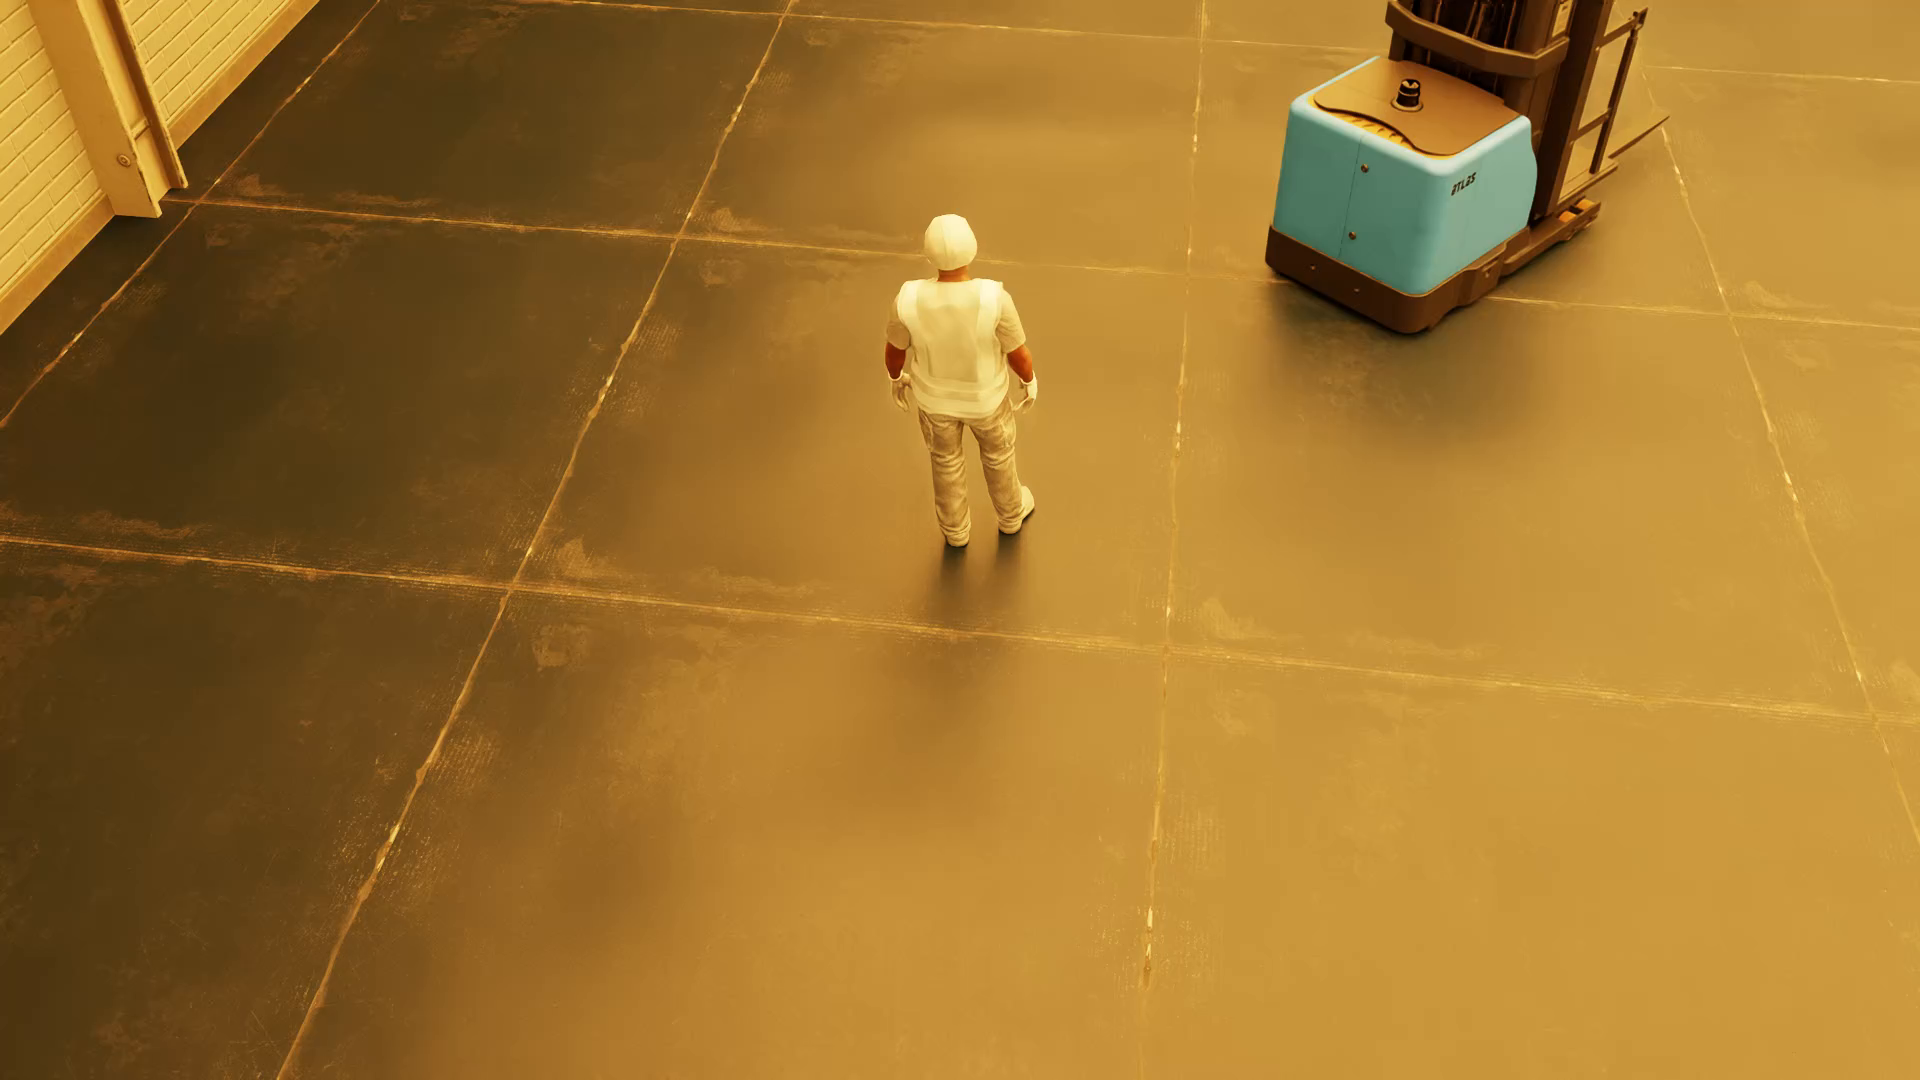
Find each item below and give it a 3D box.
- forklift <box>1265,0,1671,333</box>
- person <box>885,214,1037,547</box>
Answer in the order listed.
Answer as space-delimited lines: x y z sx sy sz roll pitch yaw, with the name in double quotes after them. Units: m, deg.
3.163 -3.077 9.074 3.031 2.935 1.130 -33 52 -30 "forklift"
0.017 -0.710 7.335 0.656 1.784 0.575 5 43 6 "person"
